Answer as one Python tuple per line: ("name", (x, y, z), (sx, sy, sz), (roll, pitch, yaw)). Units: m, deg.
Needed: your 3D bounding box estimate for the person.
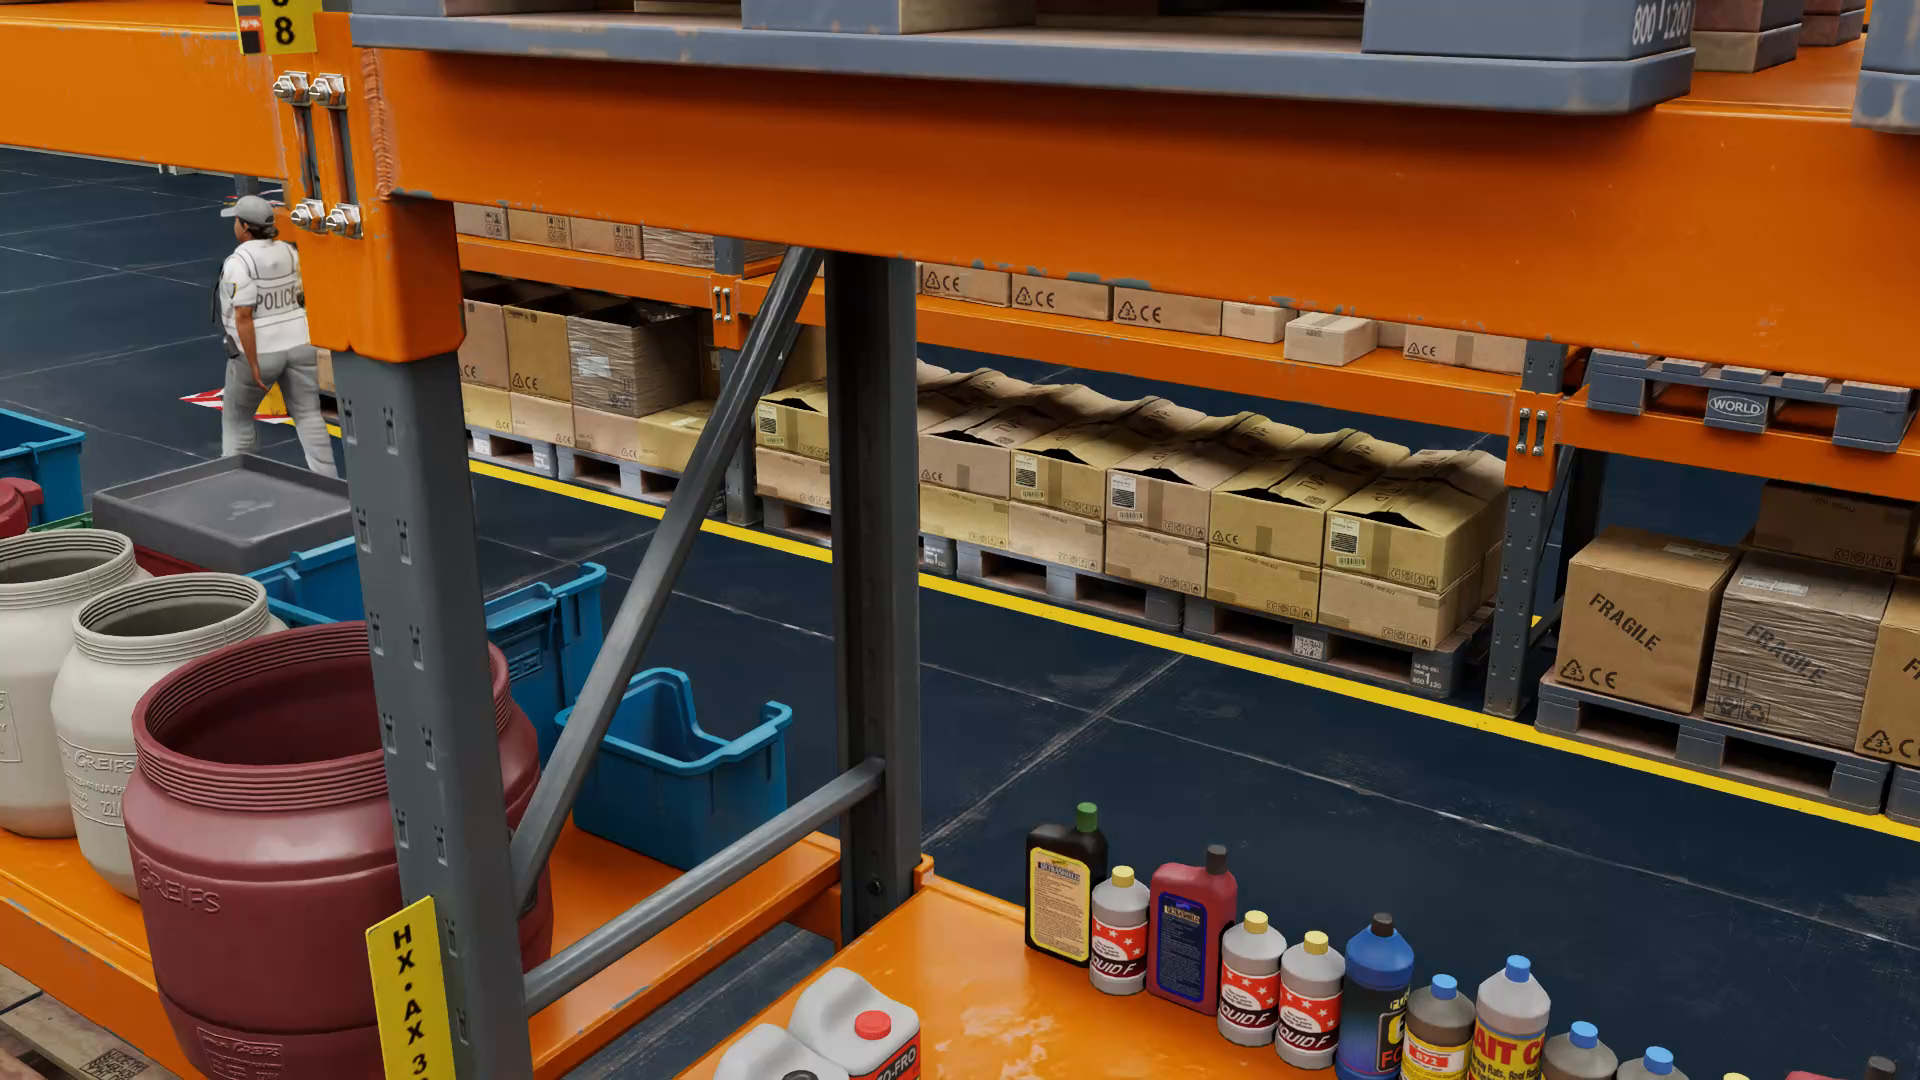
("person", (-3.714, -1.014, 8.839), (0.873, 1.637, 0.478), (14, 24, 33))
